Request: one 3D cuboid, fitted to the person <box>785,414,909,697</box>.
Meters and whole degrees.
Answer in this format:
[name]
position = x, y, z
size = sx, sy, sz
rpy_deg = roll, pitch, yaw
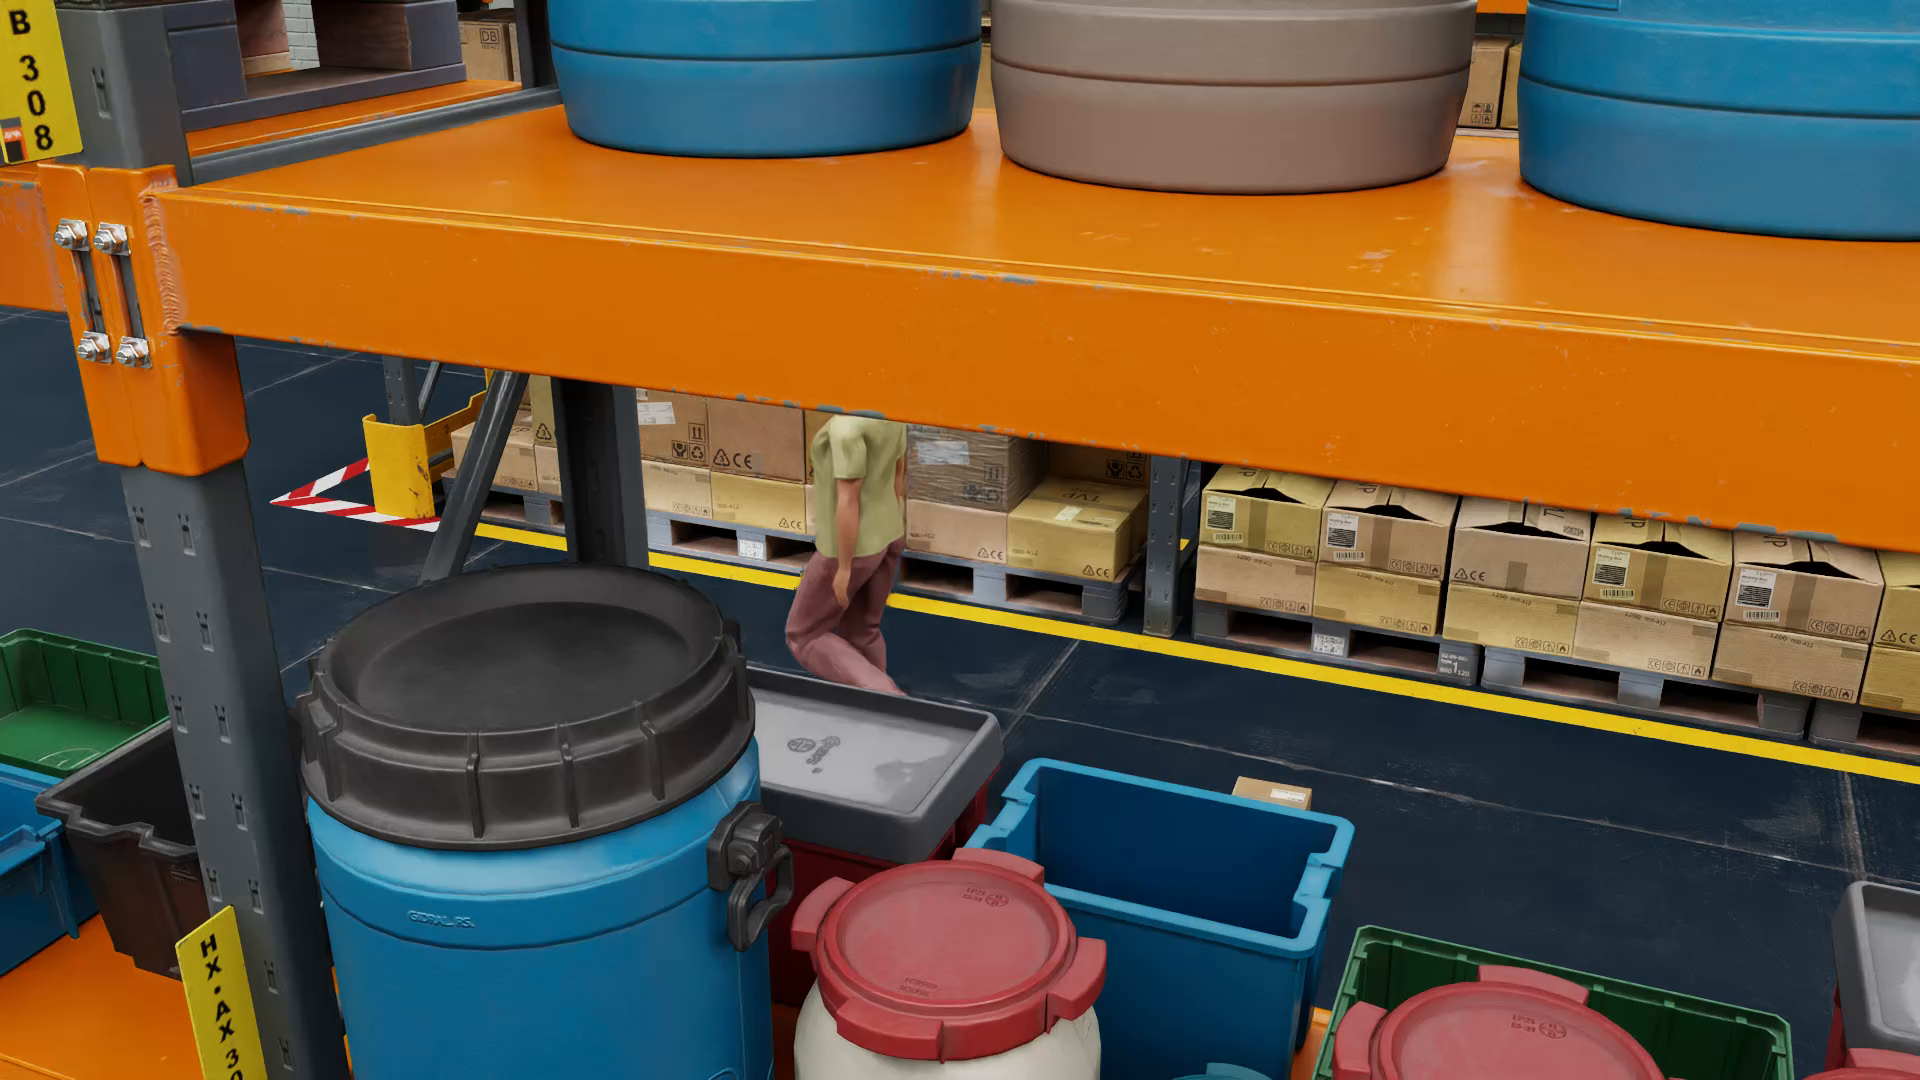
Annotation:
[person]
position = -0.339, 0.036, 5.938
size = 0.501, 1.660, 0.479
rpy_deg = 11, 25, 25
